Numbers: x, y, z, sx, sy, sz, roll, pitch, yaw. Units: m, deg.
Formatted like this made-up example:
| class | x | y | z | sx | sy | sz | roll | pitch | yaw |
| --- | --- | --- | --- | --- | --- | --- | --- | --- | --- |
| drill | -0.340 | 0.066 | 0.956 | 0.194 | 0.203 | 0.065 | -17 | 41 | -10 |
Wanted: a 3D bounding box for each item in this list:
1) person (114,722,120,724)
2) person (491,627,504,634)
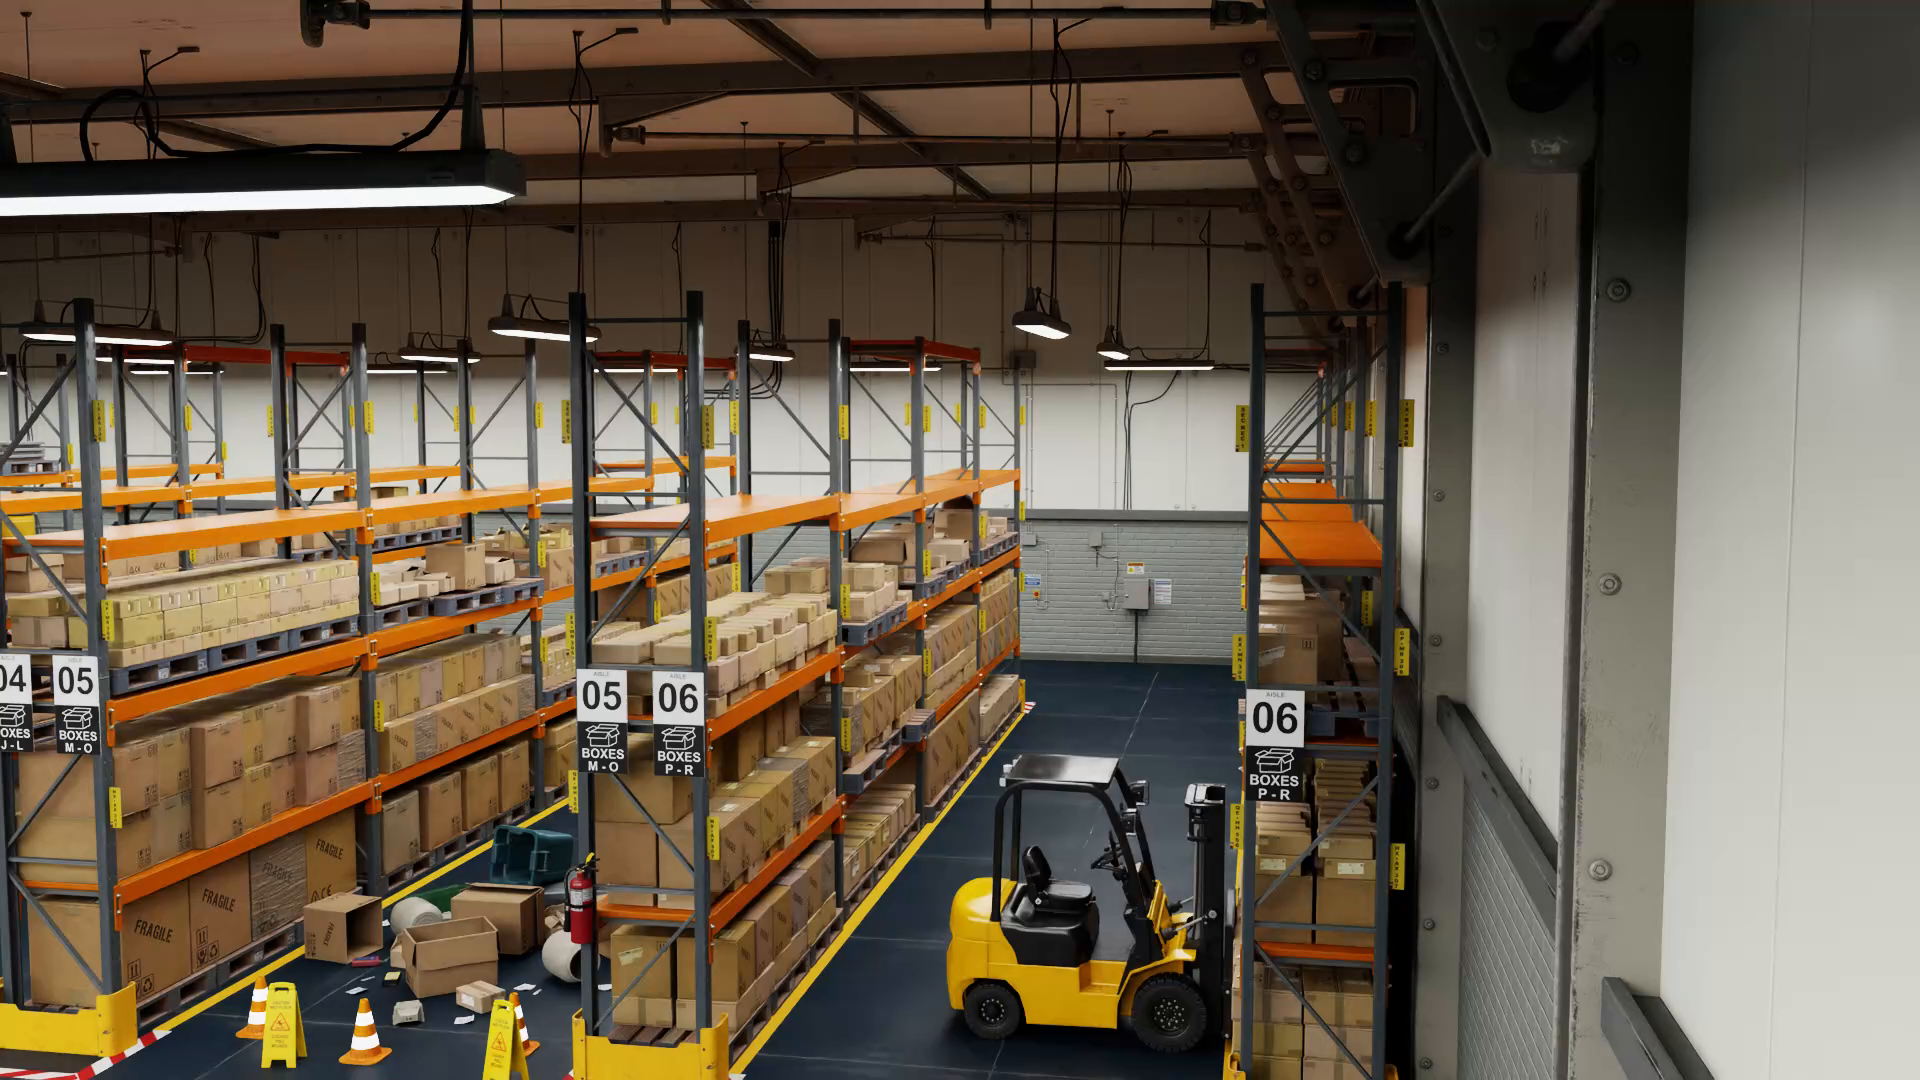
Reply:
| class | x | y | z | sx | sy | sz | roll | pitch | yaw |
| --- | --- | --- | --- | --- | --- | --- | --- | --- | --- |
| person | -9.191 | 2.864 | 18.209 | 0.449 | 1.768 | 0.626 | 1 | 5 | 10 |
| person | -7.236 | 2.241 | 26.438 | 0.550 | 1.711 | 0.461 | 4 | 6 | 41 |
